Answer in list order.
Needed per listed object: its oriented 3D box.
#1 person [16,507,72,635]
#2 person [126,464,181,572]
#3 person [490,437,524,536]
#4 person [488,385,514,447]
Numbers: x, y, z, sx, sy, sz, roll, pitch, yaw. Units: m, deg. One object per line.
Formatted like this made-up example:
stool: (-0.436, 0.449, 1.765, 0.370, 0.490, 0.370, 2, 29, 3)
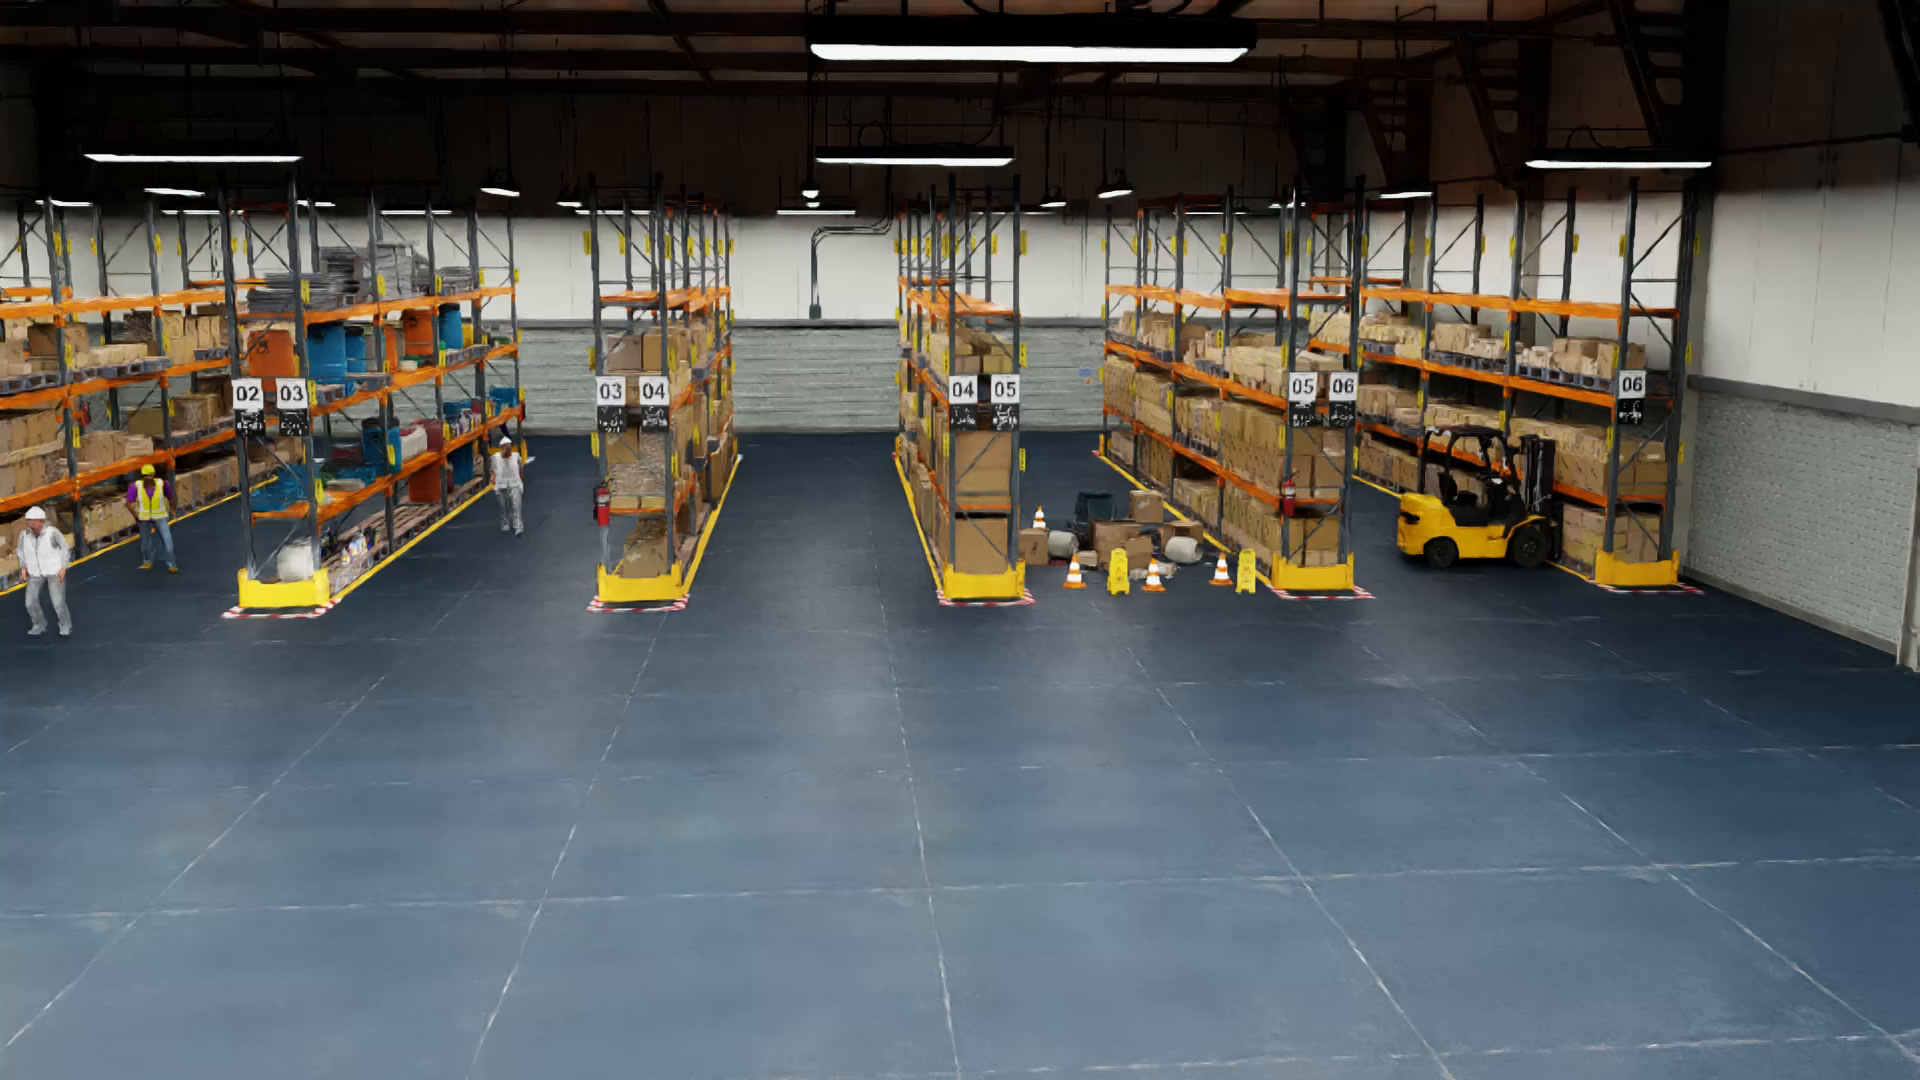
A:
person: (-11.831, 0.405, 21.488, 0.677, 1.726, 0.574, -1, 10, -6)
person: (-12.498, -0.348, 25.739, 0.705, 1.700, 0.828, -4, 11, -22)
person: (-7.903, -0.946, 29.036, 0.550, 1.724, 1.031, -2, 10, -13)
person: (-11.608, -3.104, 41.704, 0.534, 1.582, 0.933, 3, 10, 16)
